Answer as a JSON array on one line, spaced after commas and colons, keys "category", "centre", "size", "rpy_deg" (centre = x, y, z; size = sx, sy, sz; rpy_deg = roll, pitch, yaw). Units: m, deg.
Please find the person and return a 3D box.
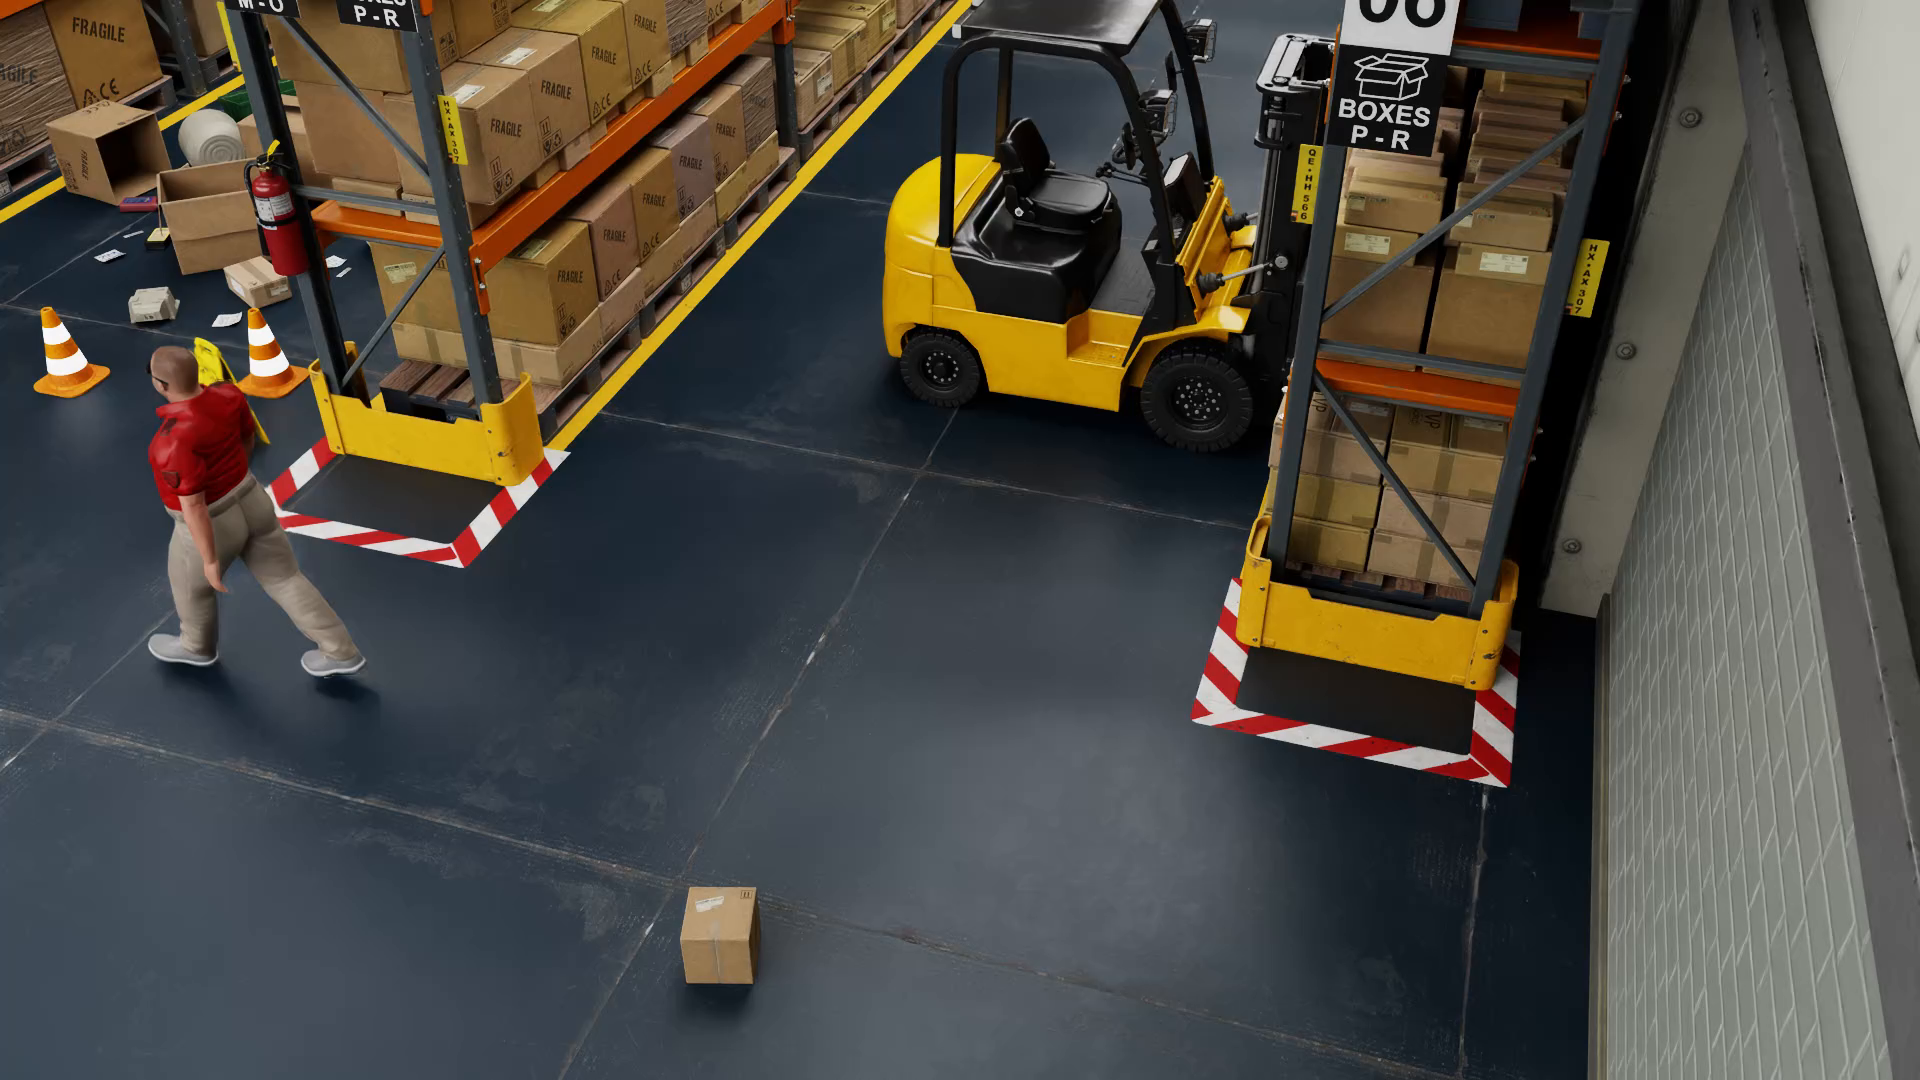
[{"category": "person", "centre": [-3.151, -0.118, 7.065], "size": [1.052, 1.672, 0.575], "rpy_deg": [14, 39, 18]}]
